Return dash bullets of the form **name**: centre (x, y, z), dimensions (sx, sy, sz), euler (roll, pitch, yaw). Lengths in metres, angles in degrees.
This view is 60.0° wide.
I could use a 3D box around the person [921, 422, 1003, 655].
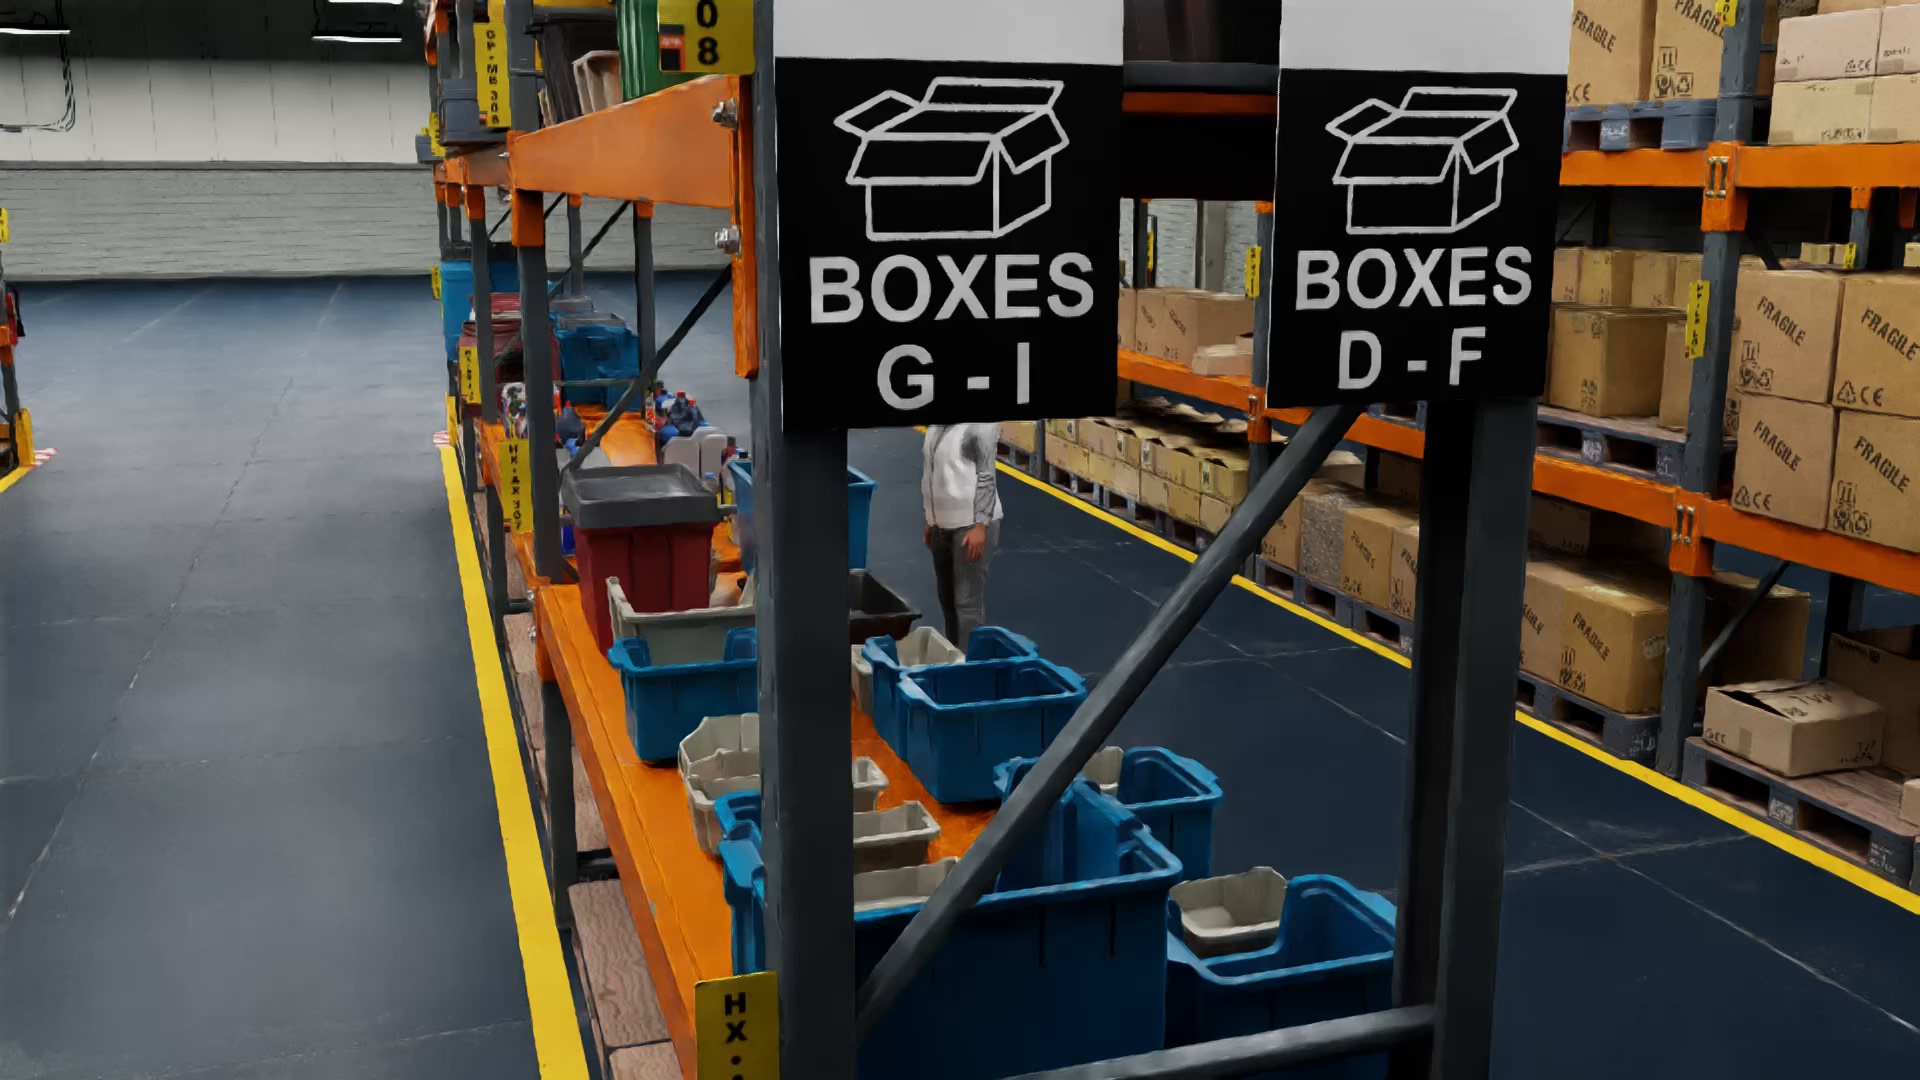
- **person**: centre (-0.048, -0.077, 8.650), dimensions (0.470, 1.772, 0.584), euler (-8, 15, -32)
